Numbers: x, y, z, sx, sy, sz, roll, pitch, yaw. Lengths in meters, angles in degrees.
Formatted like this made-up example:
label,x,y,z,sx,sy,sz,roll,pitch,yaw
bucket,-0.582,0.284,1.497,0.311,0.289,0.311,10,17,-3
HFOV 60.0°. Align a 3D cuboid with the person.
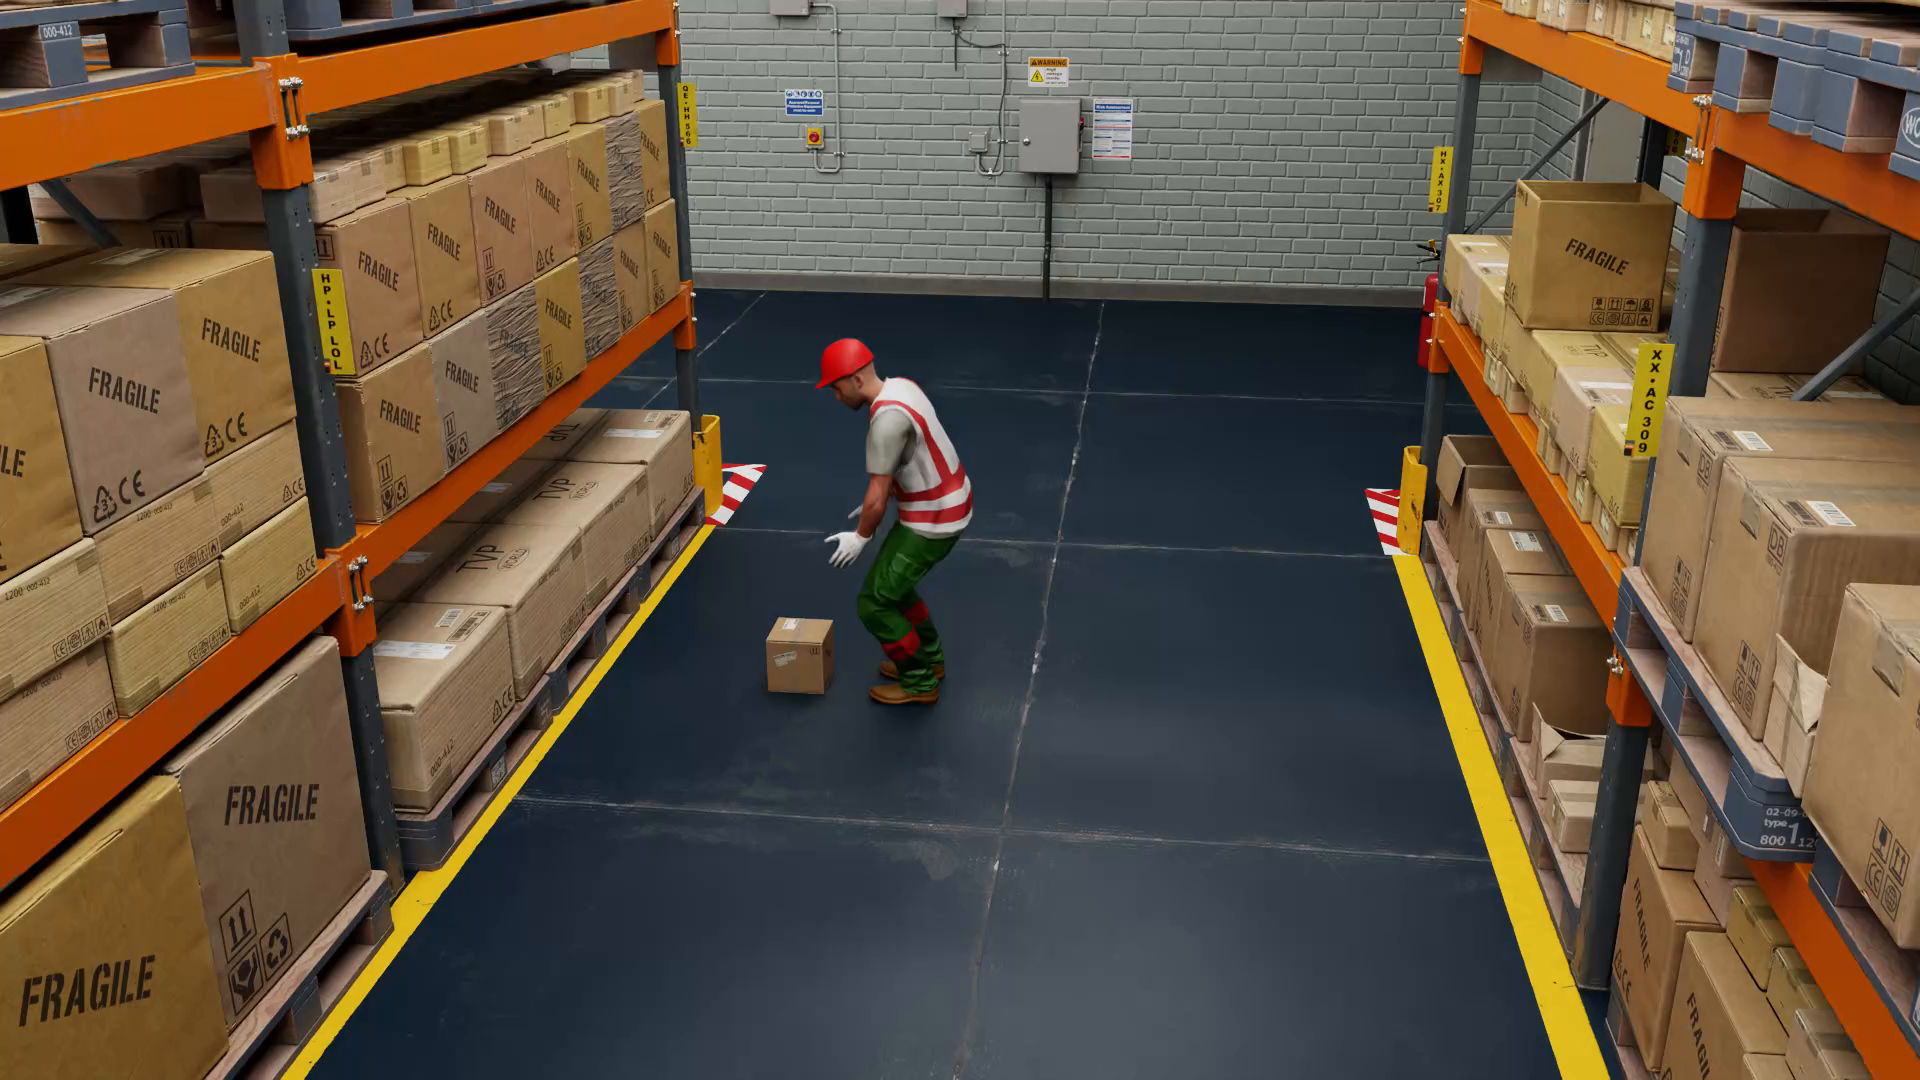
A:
label,x,y,z,sx,sy,sz,roll,pitch,yaw
person,-0.334,0.165,7.133,0.870,1.065,0.577,2,21,6
